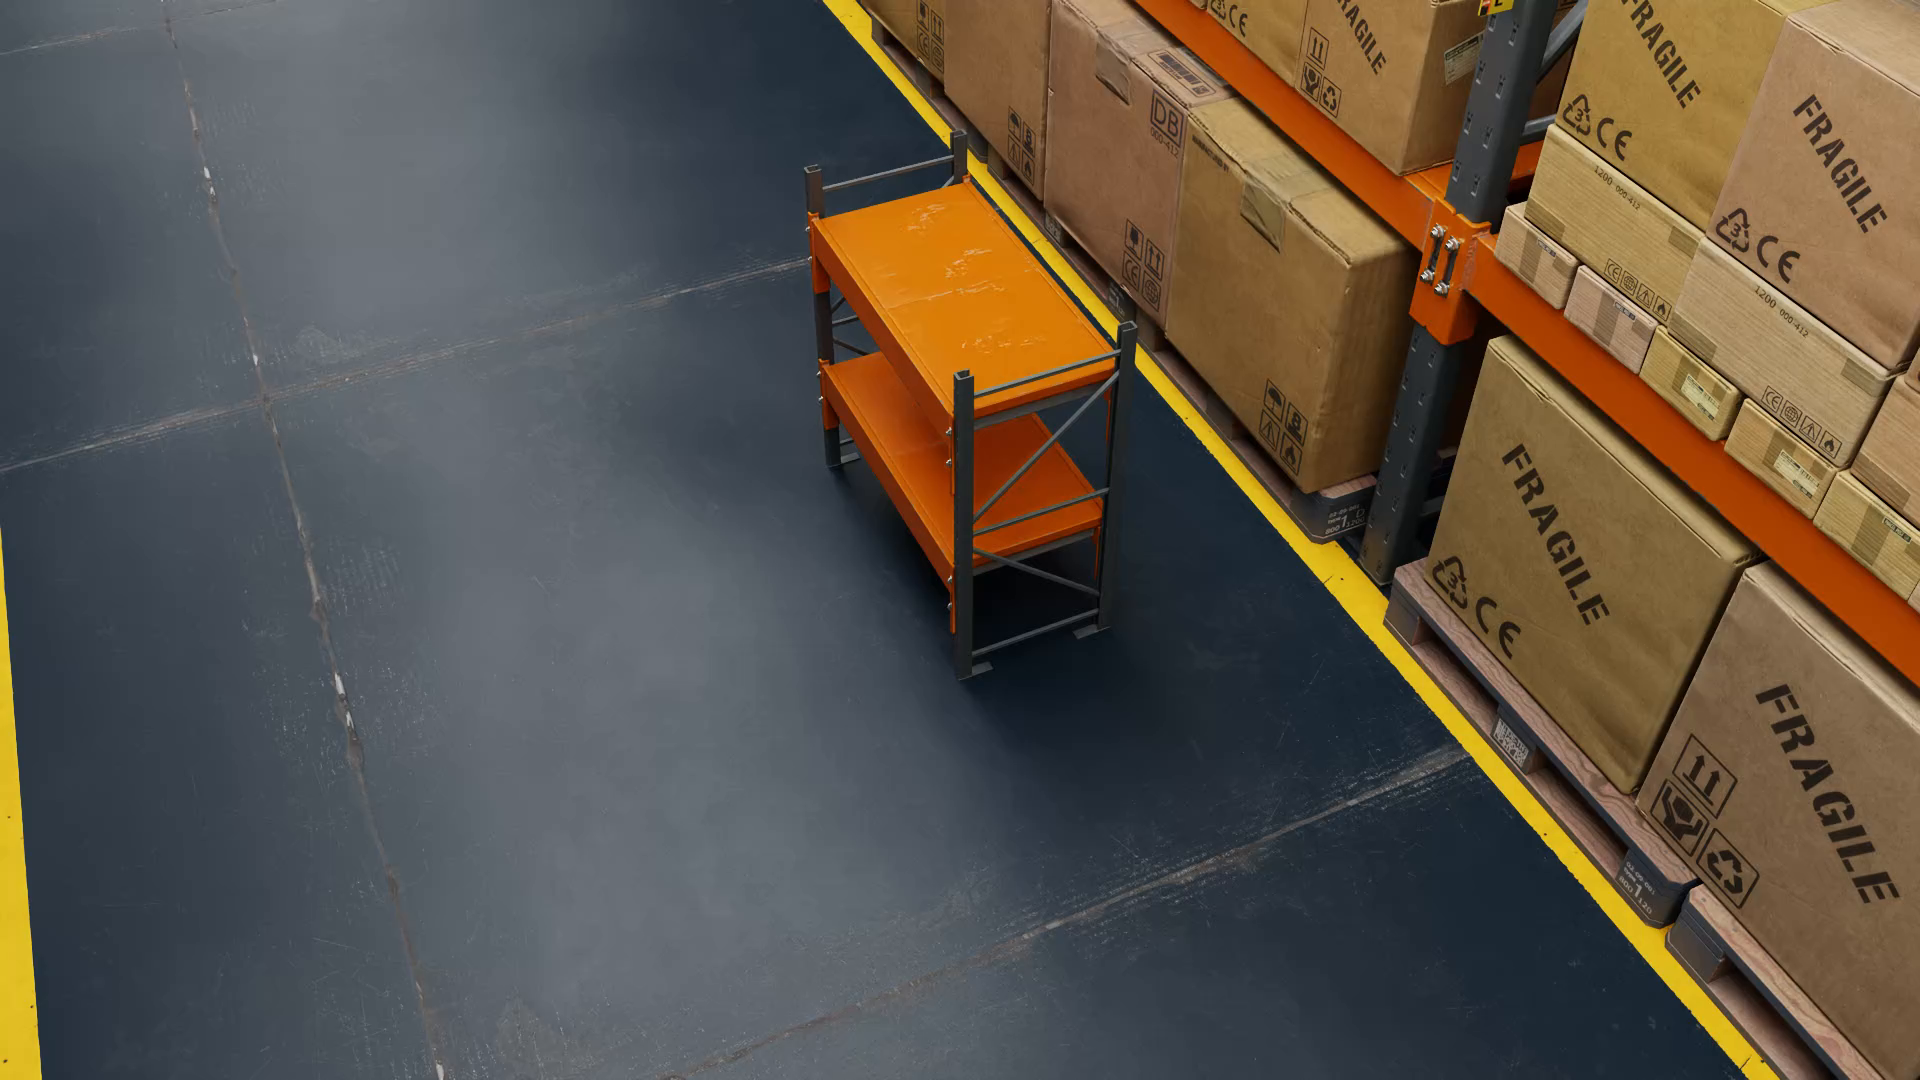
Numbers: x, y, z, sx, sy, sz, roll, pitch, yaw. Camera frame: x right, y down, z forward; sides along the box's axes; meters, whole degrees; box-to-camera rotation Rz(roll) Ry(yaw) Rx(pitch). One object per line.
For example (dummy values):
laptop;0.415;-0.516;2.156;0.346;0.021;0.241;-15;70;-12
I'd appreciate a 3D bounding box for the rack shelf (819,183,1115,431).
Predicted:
rack shelf;0.003;-0.657;4.593;0.459;0.093;0.952;-18;47;-17

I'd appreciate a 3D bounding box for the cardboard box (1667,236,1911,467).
cardboard box;1.878;-0.462;3.478;0.500;0.250;0.500;-18;47;-18

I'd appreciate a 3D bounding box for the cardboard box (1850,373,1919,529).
cardboard box;2.101;-0.134;3.145;0.500;0.250;0.500;-17;47;-16

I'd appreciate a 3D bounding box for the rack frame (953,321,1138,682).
rack frame;0.217;-0.072;4.522;0.500;1.125;0.032;-18;47;-17

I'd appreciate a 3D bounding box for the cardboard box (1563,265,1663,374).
cardboard box;1.647;-0.561;3.862;0.380;0.149;0.250;-20;48;-19

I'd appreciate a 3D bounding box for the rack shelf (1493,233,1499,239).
rack shelf;2.554;0.356;3.126;0.919;0.124;3.809;-18;47;-17

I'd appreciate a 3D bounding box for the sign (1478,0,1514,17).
sign;1.225;-1.322;3.686;0.100;0.325;0.005;-18;47;-17

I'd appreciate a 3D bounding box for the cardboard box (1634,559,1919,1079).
cardboard box;2.297;0.520;3.801;0.875;0.875;0.875;-18;47;-17

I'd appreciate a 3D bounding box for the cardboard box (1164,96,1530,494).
cardboard box;1.426;-0.900;5.240;1.225;0.875;0.875;-18;47;-17

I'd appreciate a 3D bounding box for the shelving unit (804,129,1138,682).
shelving unit;0.003;-0.396;4.851;0.538;1.125;1.048;-18;47;-17

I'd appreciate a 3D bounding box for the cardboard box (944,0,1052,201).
cardboard box;0.671;-2.031;6.386;1.225;0.875;0.875;-18;47;-17

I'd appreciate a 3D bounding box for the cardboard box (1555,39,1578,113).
cardboard box;1.747;-1.507;4.571;0.500;0.500;0.500;-18;47;-17

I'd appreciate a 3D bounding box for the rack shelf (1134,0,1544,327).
rack shelf;0.873;-2.123;5.778;1.077;0.370;4.000;-18;47;-17

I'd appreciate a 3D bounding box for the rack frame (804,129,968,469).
rack frame;-0.211;-0.720;5.179;0.500;1.125;0.032;-18;47;-17

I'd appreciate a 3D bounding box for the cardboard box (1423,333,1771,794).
cardboard box;1.918;-0.054;4.382;0.875;0.875;0.875;-18;47;-17

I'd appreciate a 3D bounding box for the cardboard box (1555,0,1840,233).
cardboard box;1.683;-1.043;3.533;0.500;0.500;0.500;-18;47;-17

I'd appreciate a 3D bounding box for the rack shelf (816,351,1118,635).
rack shelf;0.003;-0.222;5.022;0.538;0.278;1.000;-18;47;-17

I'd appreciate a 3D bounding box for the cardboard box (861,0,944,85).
cardboard box;0.303;-2.601;6.964;1.225;0.875;0.875;-20;48;-19

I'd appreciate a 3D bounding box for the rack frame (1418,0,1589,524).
rack frame;1.711;-1.104;4.233;0.949;2.616;0.053;-18;47;-17

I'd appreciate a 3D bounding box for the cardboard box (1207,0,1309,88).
cardboard box;1.067;-1.675;4.741;0.500;0.500;0.500;-17;47;-16

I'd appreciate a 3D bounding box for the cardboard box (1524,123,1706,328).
cardboard box;1.673;-0.780;3.800;0.500;0.250;0.500;-19;48;-18

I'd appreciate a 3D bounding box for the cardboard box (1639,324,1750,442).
cardboard box;1.758;-0.393;3.692;0.380;0.149;0.250;-17;47;-16

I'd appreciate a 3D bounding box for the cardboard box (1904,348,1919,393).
cardboard box;2.106;-0.397;2.878;0.500;0.500;0.500;-19;48;-19

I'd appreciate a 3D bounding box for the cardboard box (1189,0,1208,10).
cardboard box;0.841;-2.006;5.076;0.500;0.500;0.500;-19;48;-18

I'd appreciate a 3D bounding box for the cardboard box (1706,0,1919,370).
cardboard box;1.883;-0.727;3.213;0.500;0.500;0.500;-18;47;-17

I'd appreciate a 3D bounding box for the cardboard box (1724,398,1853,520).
cardboard box;1.870;-0.226;3.523;0.380;0.149;0.250;-19;48;-18

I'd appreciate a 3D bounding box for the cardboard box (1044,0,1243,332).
cardboard box;1.050;-1.469;5.817;1.225;0.875;0.875;-20;48;-19

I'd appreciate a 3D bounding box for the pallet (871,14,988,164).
pallet;0.295;-2.136;7.265;1.003;0.211;1.213;-18;47;-17

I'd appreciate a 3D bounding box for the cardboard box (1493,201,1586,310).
cardboard box;1.536;-0.729;4.032;0.380;0.149;0.250;-18;47;-17

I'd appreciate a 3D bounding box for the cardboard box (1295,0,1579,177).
cardboard box;1.269;-1.358;4.419;0.500;0.500;0.500;-18;47;-17
